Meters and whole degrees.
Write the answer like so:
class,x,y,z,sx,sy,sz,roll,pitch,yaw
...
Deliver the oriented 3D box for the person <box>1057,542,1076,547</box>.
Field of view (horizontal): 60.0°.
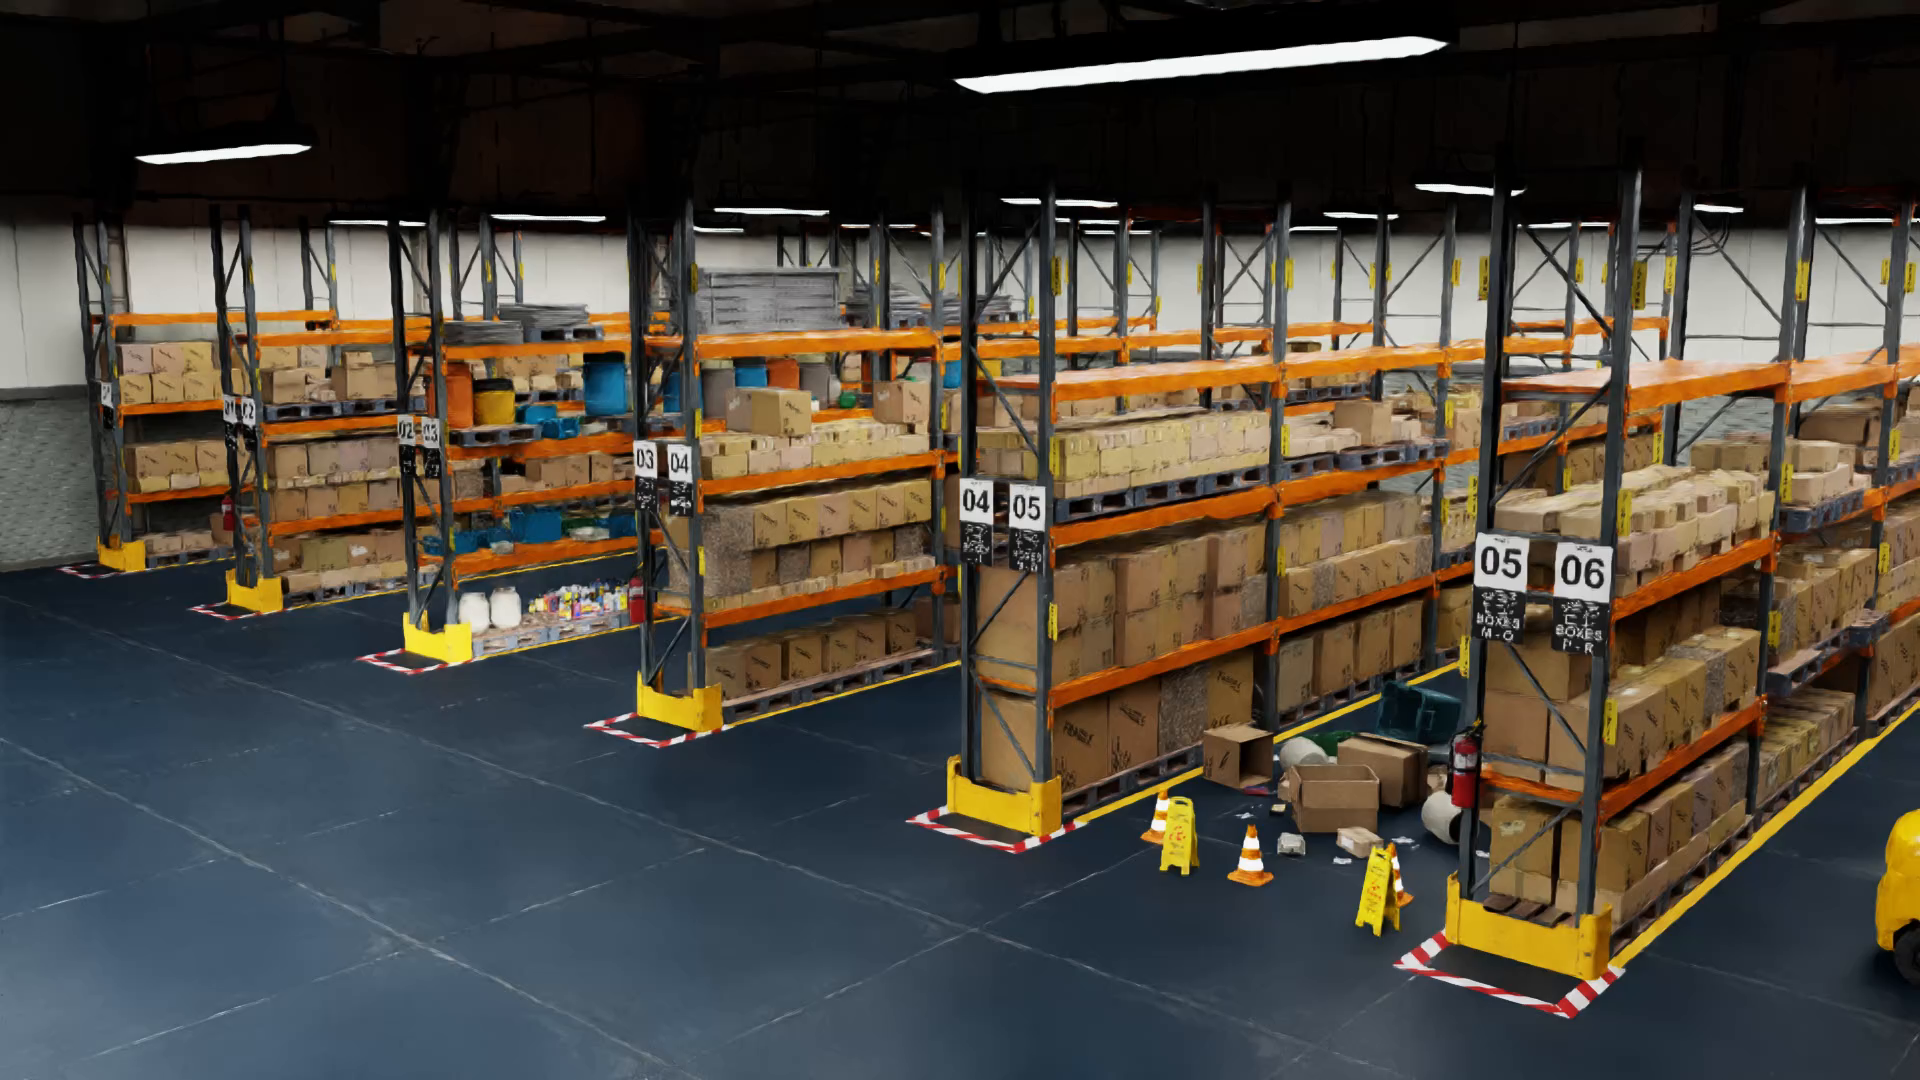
class,x,y,z,sx,sy,sz,roll,pitch,yaw
person,1.376,0.514,21.527,0.417,1.658,0.487,3,10,15
